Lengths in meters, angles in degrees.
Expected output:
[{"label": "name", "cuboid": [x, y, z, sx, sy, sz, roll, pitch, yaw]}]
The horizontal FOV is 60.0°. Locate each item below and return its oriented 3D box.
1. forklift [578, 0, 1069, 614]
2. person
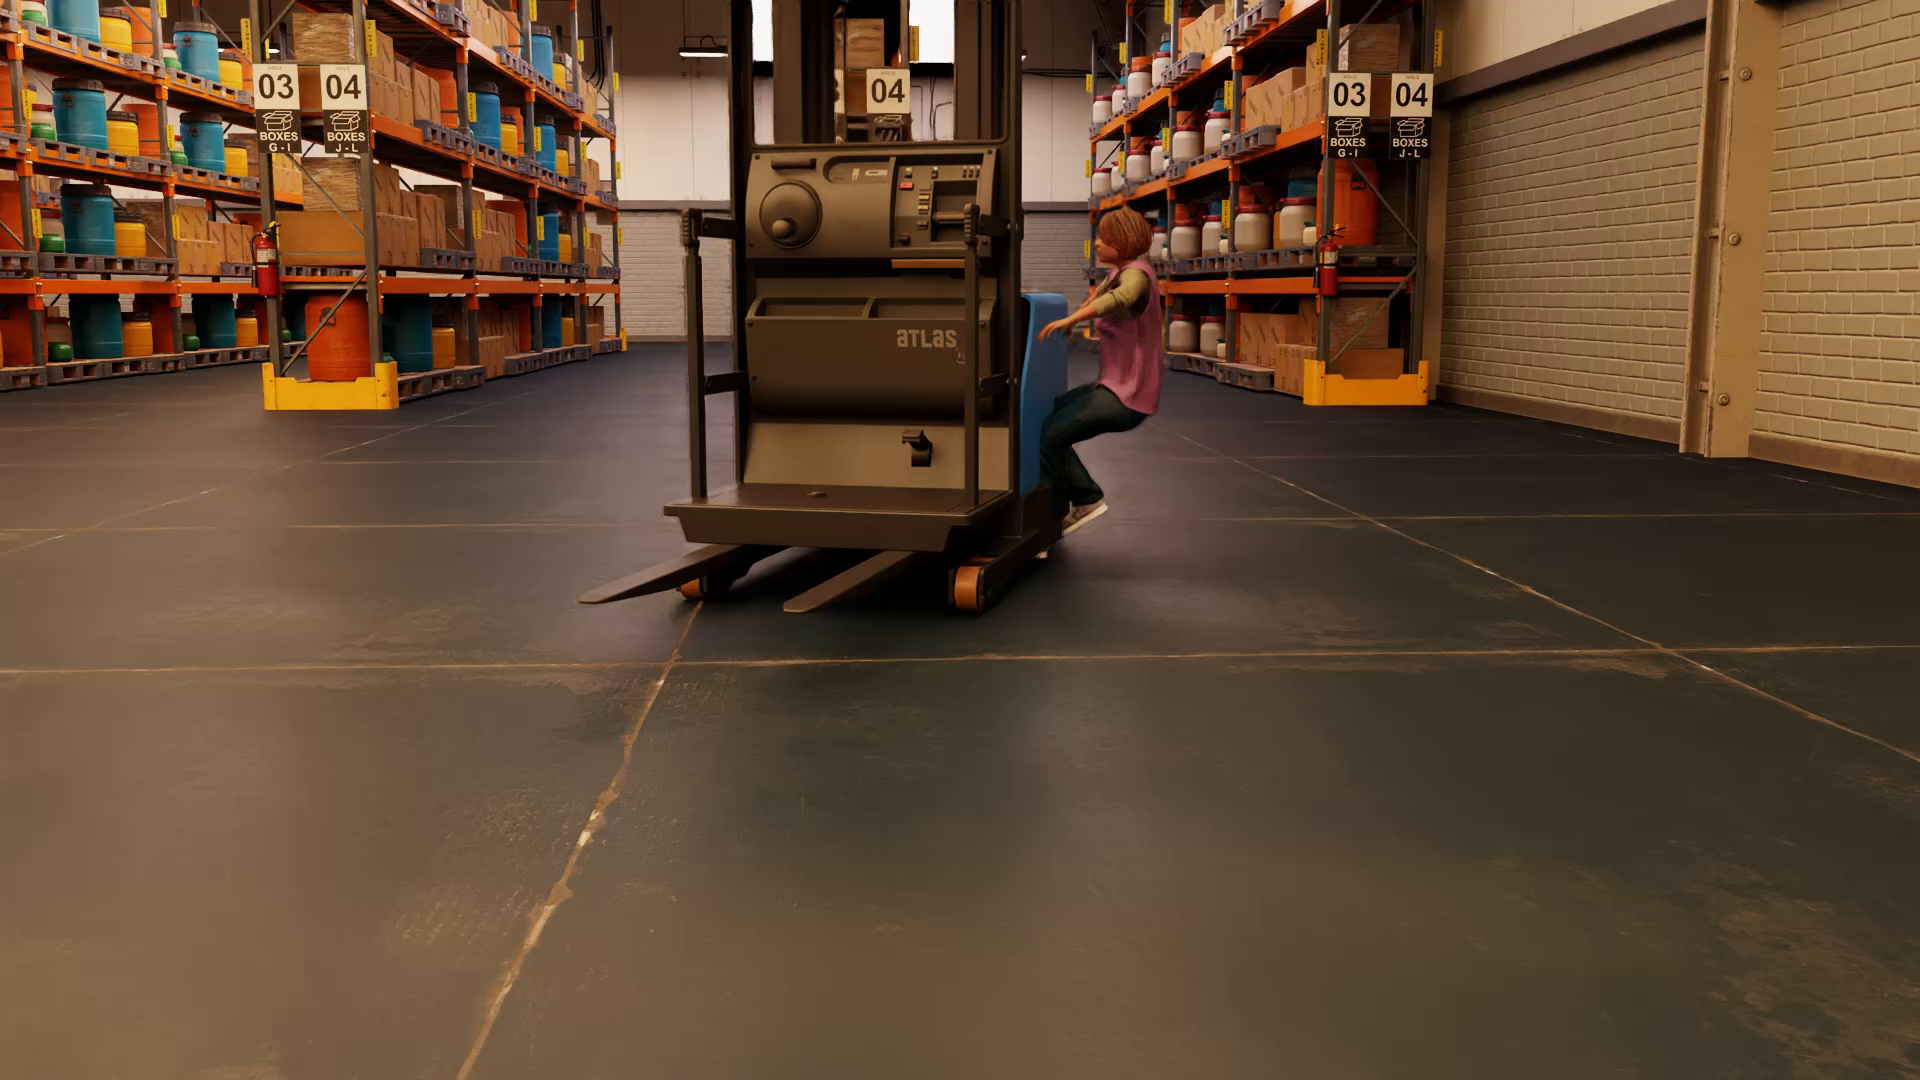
[{"label": "forklift", "cuboid": [-0.377, -1.263, 5.835, 1.130, 2.935, 3.031, 2, 9, 14]}, {"label": "person", "cuboid": [0.455, -0.640, 6.781, 0.732, 1.403, 0.967, 0, 8, 1]}]
